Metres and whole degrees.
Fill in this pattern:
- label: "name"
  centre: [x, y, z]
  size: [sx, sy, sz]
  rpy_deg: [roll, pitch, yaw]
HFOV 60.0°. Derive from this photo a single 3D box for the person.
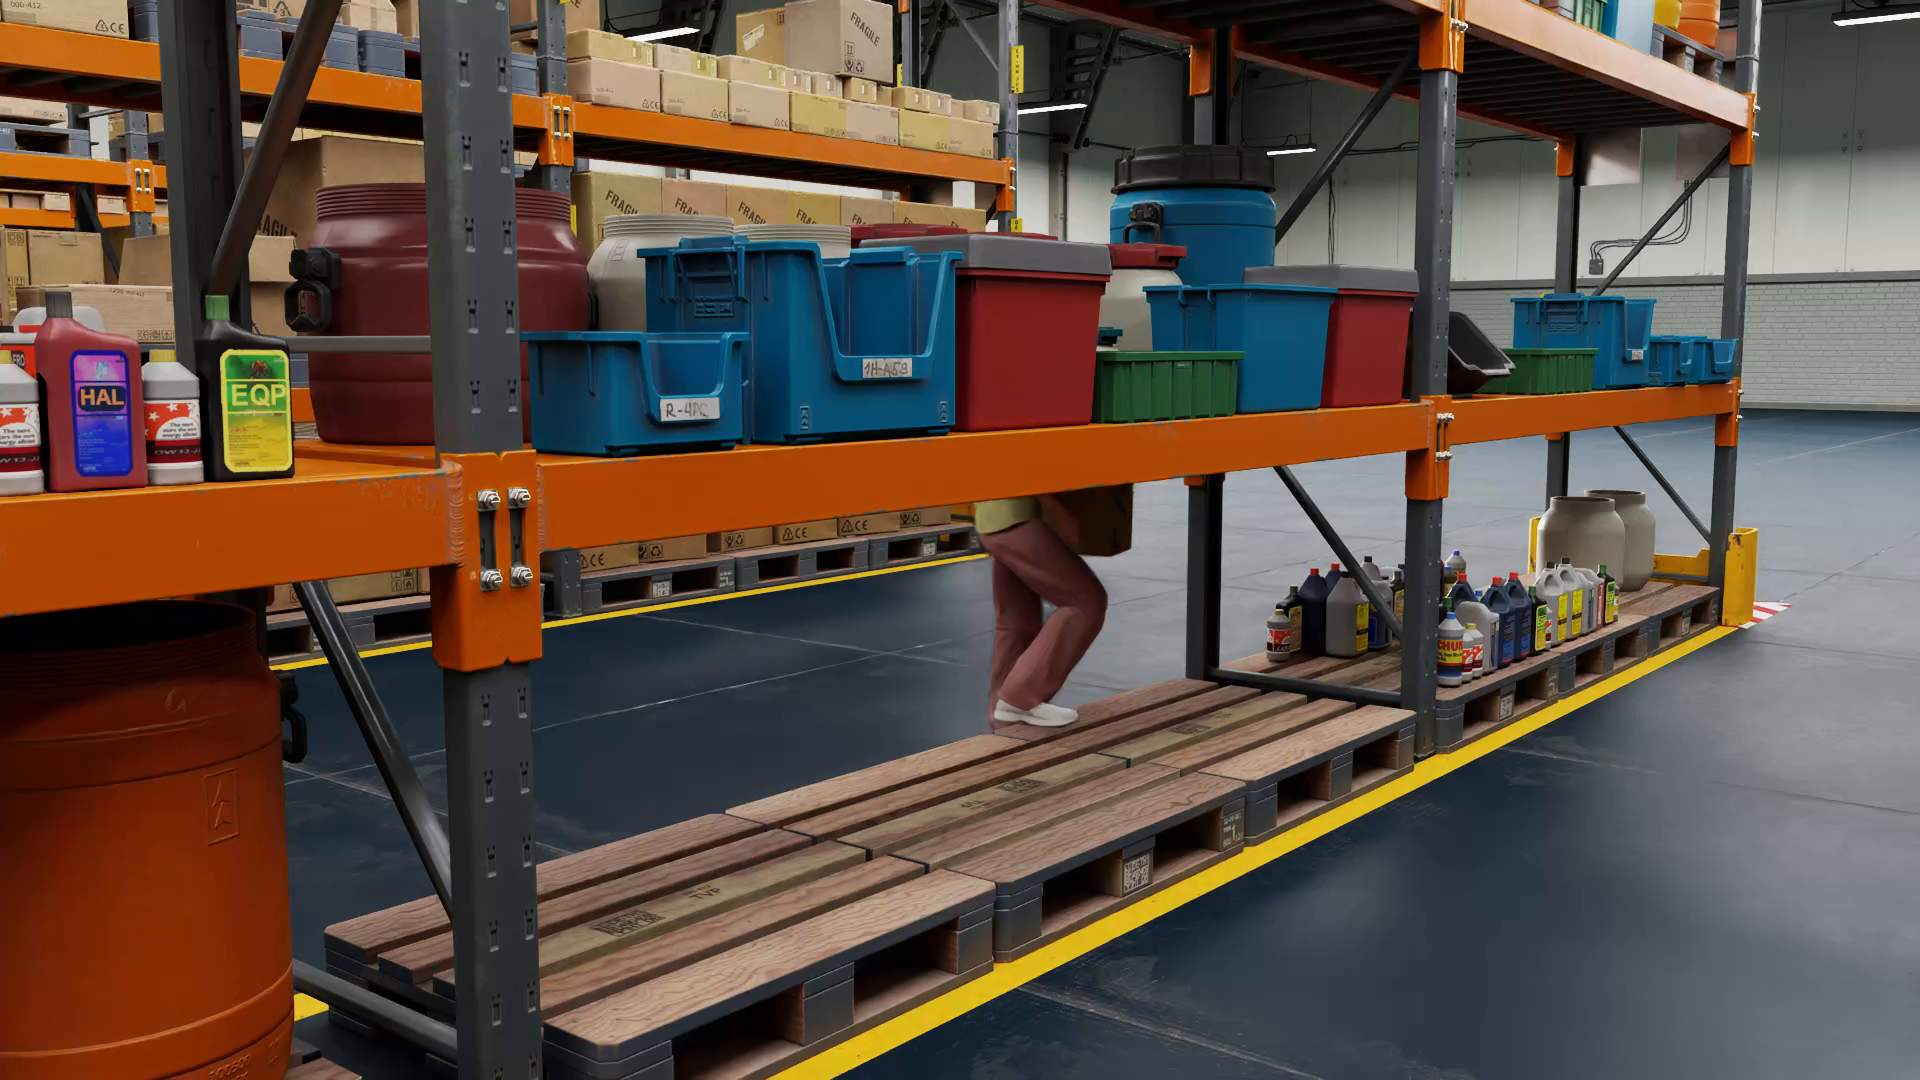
- label: "person"
  centre: [0.262, -0.015, 5.832]
  size: [0.550, 1.678, 0.484]
  rpy_deg: [2, 7, 12]
